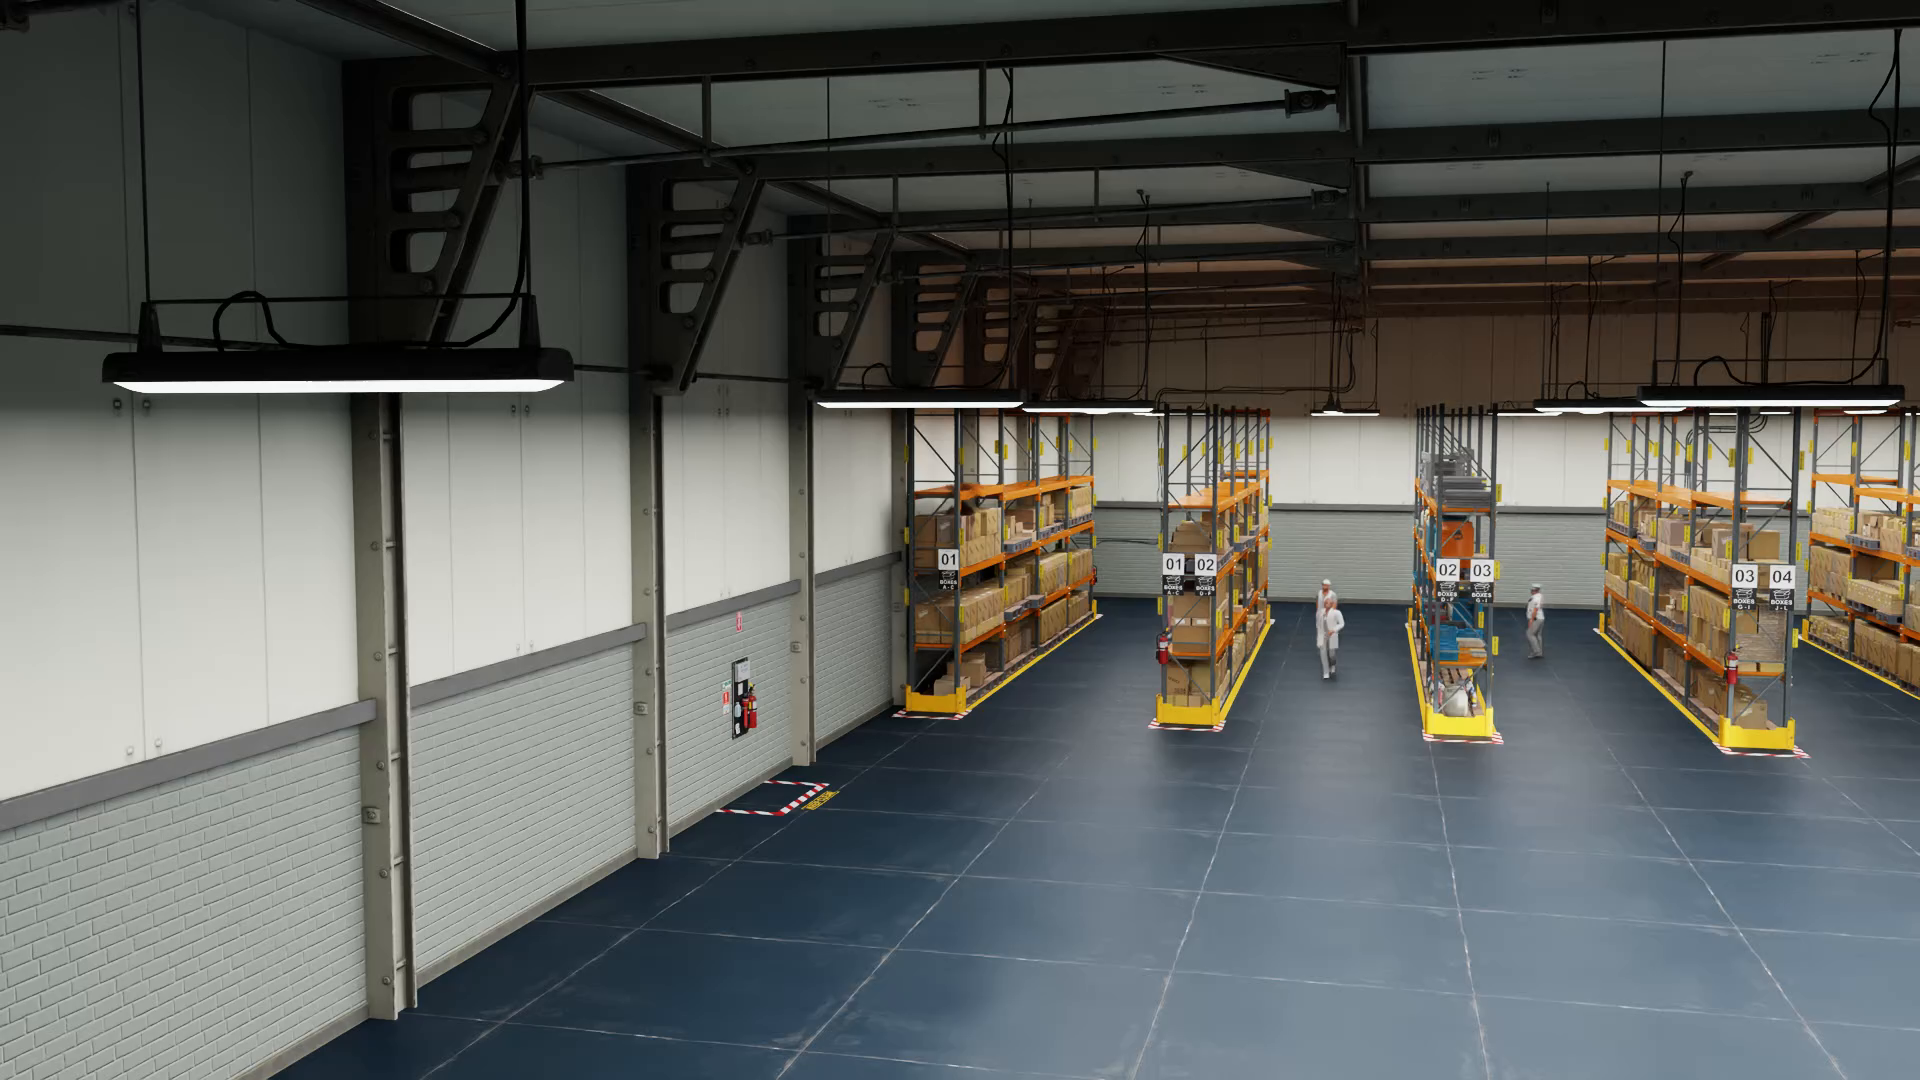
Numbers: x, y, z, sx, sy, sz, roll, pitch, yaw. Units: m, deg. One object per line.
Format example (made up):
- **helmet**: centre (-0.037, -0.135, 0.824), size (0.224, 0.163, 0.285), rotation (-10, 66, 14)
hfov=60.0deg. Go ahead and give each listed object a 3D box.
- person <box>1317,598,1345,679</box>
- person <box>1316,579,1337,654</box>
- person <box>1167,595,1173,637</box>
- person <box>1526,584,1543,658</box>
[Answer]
- **person**: centre (8.214, 2.165, 36.850), size (0.616, 1.760, 0.883), rotation (2, 4, 20)
- **person**: centre (8.994, 1.867, 40.807), size (0.508, 1.806, 0.776), rotation (1, 4, 7)
- **person**: centre (5.617, 1.712, 43.564), size (0.465, 1.614, 0.973), rotation (0, 4, 5)
- **person**: centre (13.761, 1.934, 39.828), size (0.403, 1.755, 0.630), rotation (2, 4, 22)
